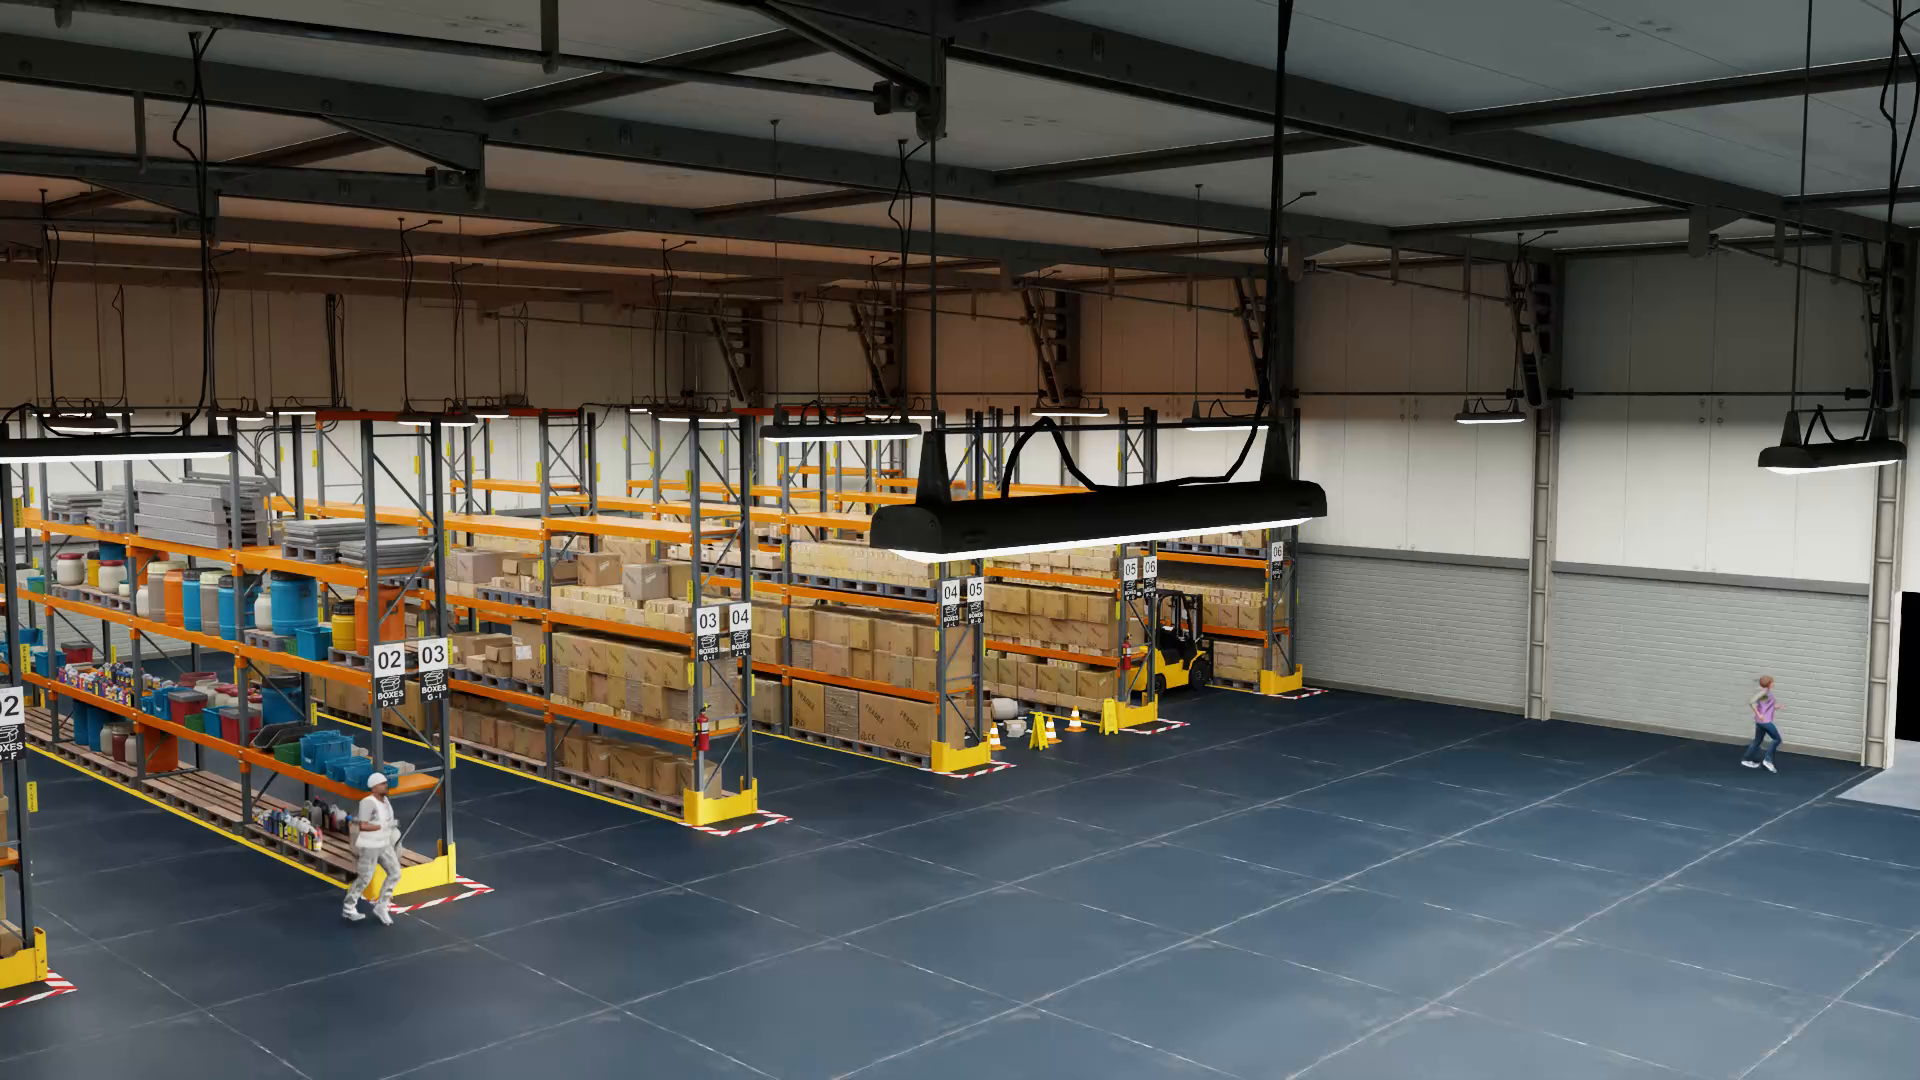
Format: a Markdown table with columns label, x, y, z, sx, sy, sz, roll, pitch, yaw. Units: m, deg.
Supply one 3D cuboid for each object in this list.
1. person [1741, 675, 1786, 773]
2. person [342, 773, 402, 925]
| label | x | y | z | sx | sy | sz | roll | pitch | yaw |
| --- | --- | --- | --- | --- | --- | --- | --- | --- | --- |
| person | 13.454 | 3.068 | 27.818 | 0.663 | 1.621 | 0.515 | 2 | 5 | 21 |
| person | -6.984 | 3.697 | 19.905 | 0.741 | 1.831 | 0.677 | 1 | 5 | 12 |
